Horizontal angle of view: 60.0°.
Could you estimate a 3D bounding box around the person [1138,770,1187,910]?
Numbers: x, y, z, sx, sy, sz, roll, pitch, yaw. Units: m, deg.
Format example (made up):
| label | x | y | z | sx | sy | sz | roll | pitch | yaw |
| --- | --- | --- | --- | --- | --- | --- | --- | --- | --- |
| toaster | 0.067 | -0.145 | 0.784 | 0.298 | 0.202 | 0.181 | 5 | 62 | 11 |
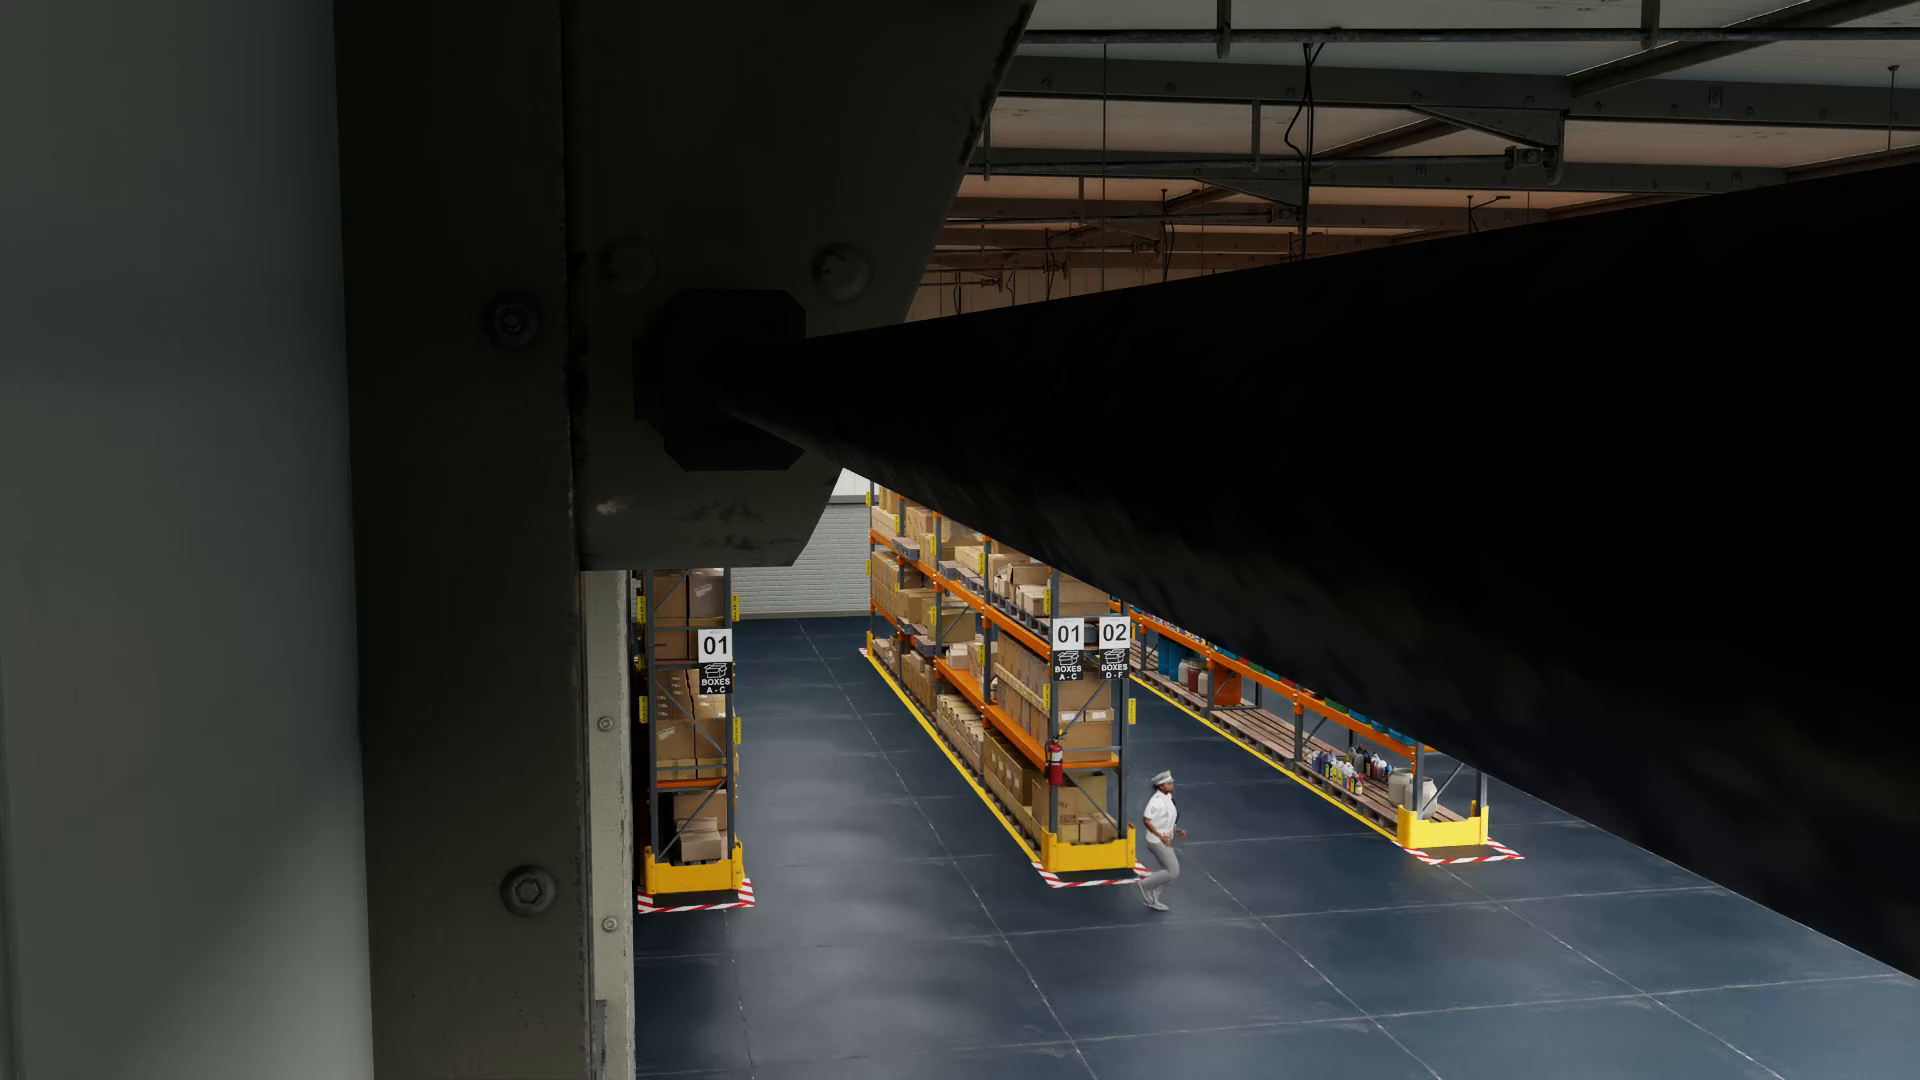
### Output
| label | x | y | z | sx | sy | sz | roll | pitch | yaw |
| --- | --- | --- | --- | --- | --- | --- | --- | --- | --- |
| person | 2.359 | 3.501 | 19.387 | 0.526 | 1.666 | 0.546 | 2 | 6 | 22 |
